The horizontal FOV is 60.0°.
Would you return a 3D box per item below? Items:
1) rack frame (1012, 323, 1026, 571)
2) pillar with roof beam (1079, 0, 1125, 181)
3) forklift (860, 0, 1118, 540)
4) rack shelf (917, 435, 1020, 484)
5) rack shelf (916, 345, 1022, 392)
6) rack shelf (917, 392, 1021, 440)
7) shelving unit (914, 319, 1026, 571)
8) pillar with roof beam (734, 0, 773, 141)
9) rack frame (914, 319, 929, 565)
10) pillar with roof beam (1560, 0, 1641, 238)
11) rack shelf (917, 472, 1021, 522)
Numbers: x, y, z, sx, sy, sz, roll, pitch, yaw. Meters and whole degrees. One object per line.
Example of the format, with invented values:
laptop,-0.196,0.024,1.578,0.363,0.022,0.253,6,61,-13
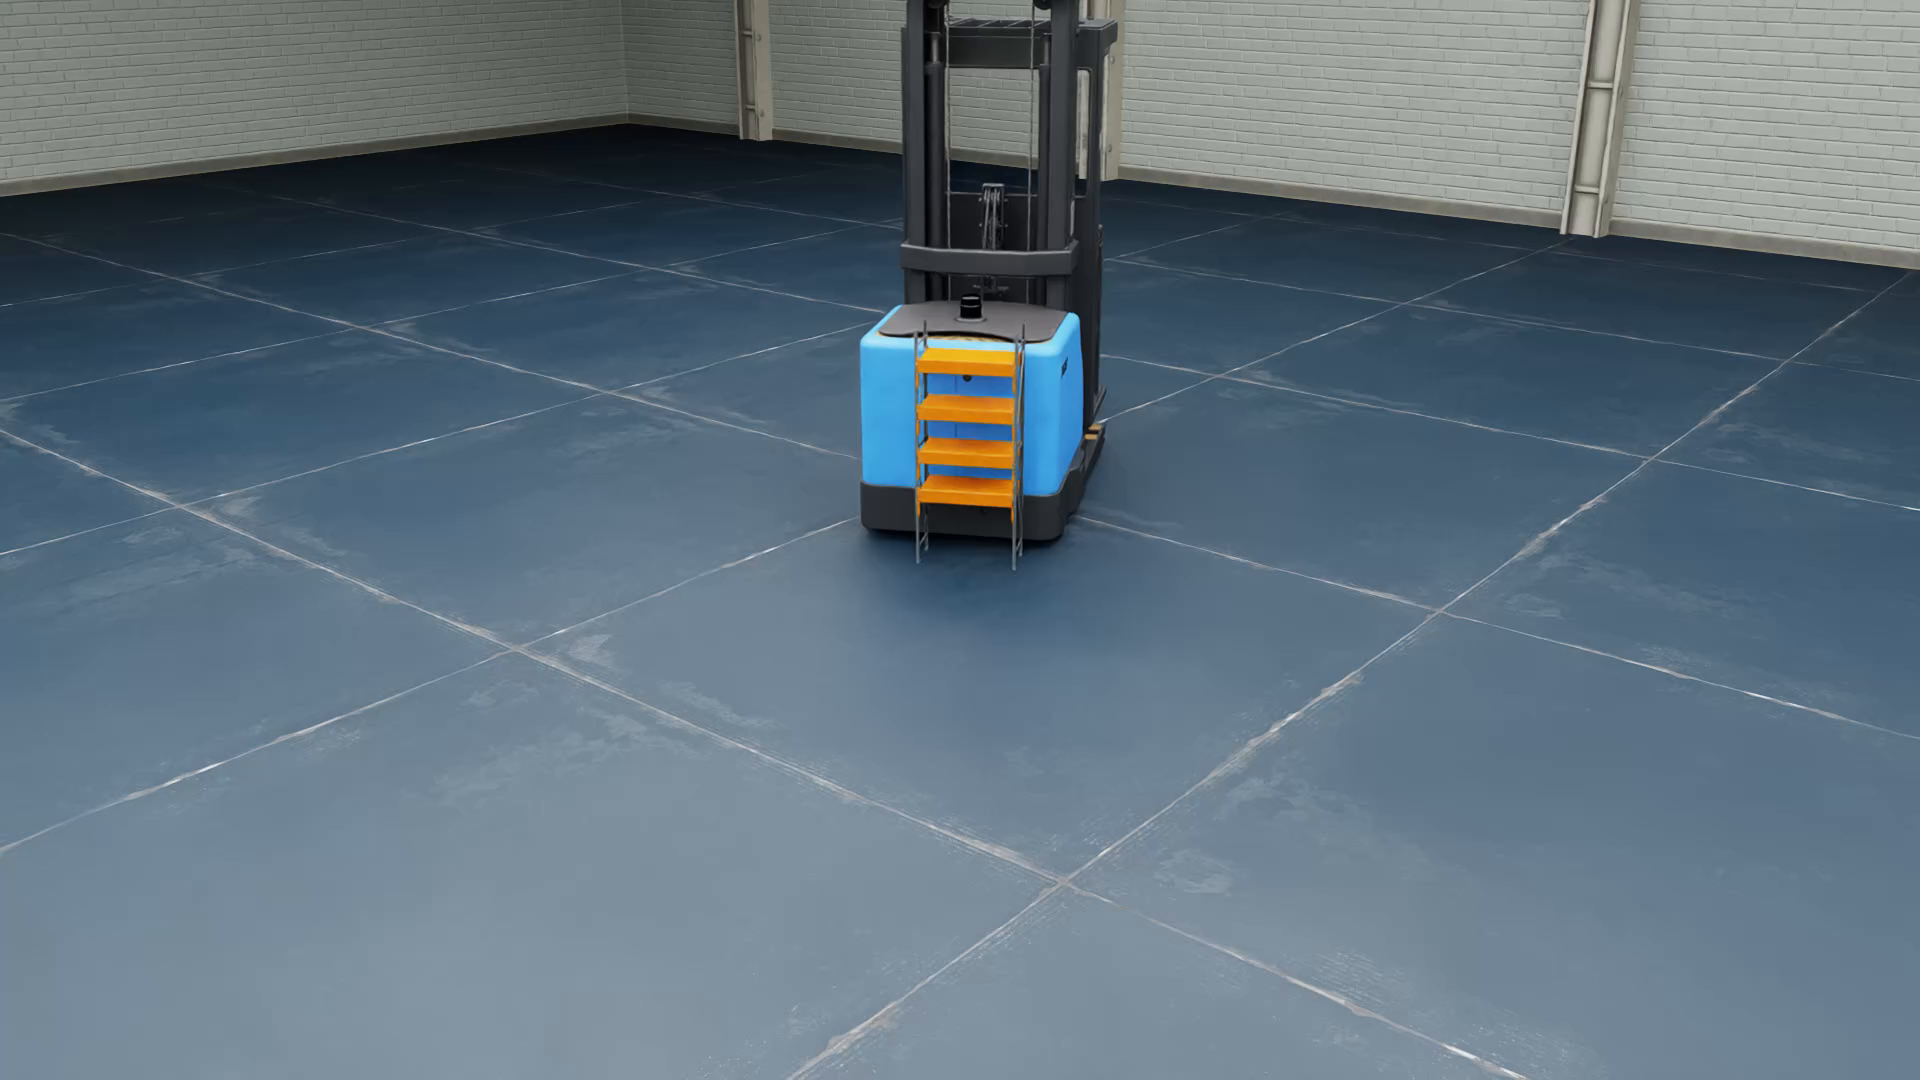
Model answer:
rack frame,0.288,-0.448,8.155,0.015,1.200,0.240,4,21,10
pillar with roof beam,-1.011,-7.491,15.780,0.400,9.000,9.100,16,26,36
forklift,0.274,-1.855,9.433,1.130,2.935,3.031,4,21,11
rack shelf,0.049,-0.401,8.221,0.480,0.148,0.258,4,21,10
rack shelf,0.049,-0.832,8.059,0.480,0.148,0.258,4,21,10
rack shelf,0.049,-0.610,8.142,0.480,0.148,0.258,4,21,10
shelving unit,0.049,-0.464,8.198,0.503,1.200,0.258,4,21,10
pillar with roof beam,-5.659,-8.830,19.330,0.400,9.000,9.100,16,26,36
rack frame,-0.191,-0.480,8.240,0.015,1.200,0.240,4,21,10
pillar with roof beam,3.638,-6.153,12.230,0.400,9.000,9.100,16,26,36
rack shelf,0.049,-0.215,8.291,0.480,0.148,0.258,4,21,10
